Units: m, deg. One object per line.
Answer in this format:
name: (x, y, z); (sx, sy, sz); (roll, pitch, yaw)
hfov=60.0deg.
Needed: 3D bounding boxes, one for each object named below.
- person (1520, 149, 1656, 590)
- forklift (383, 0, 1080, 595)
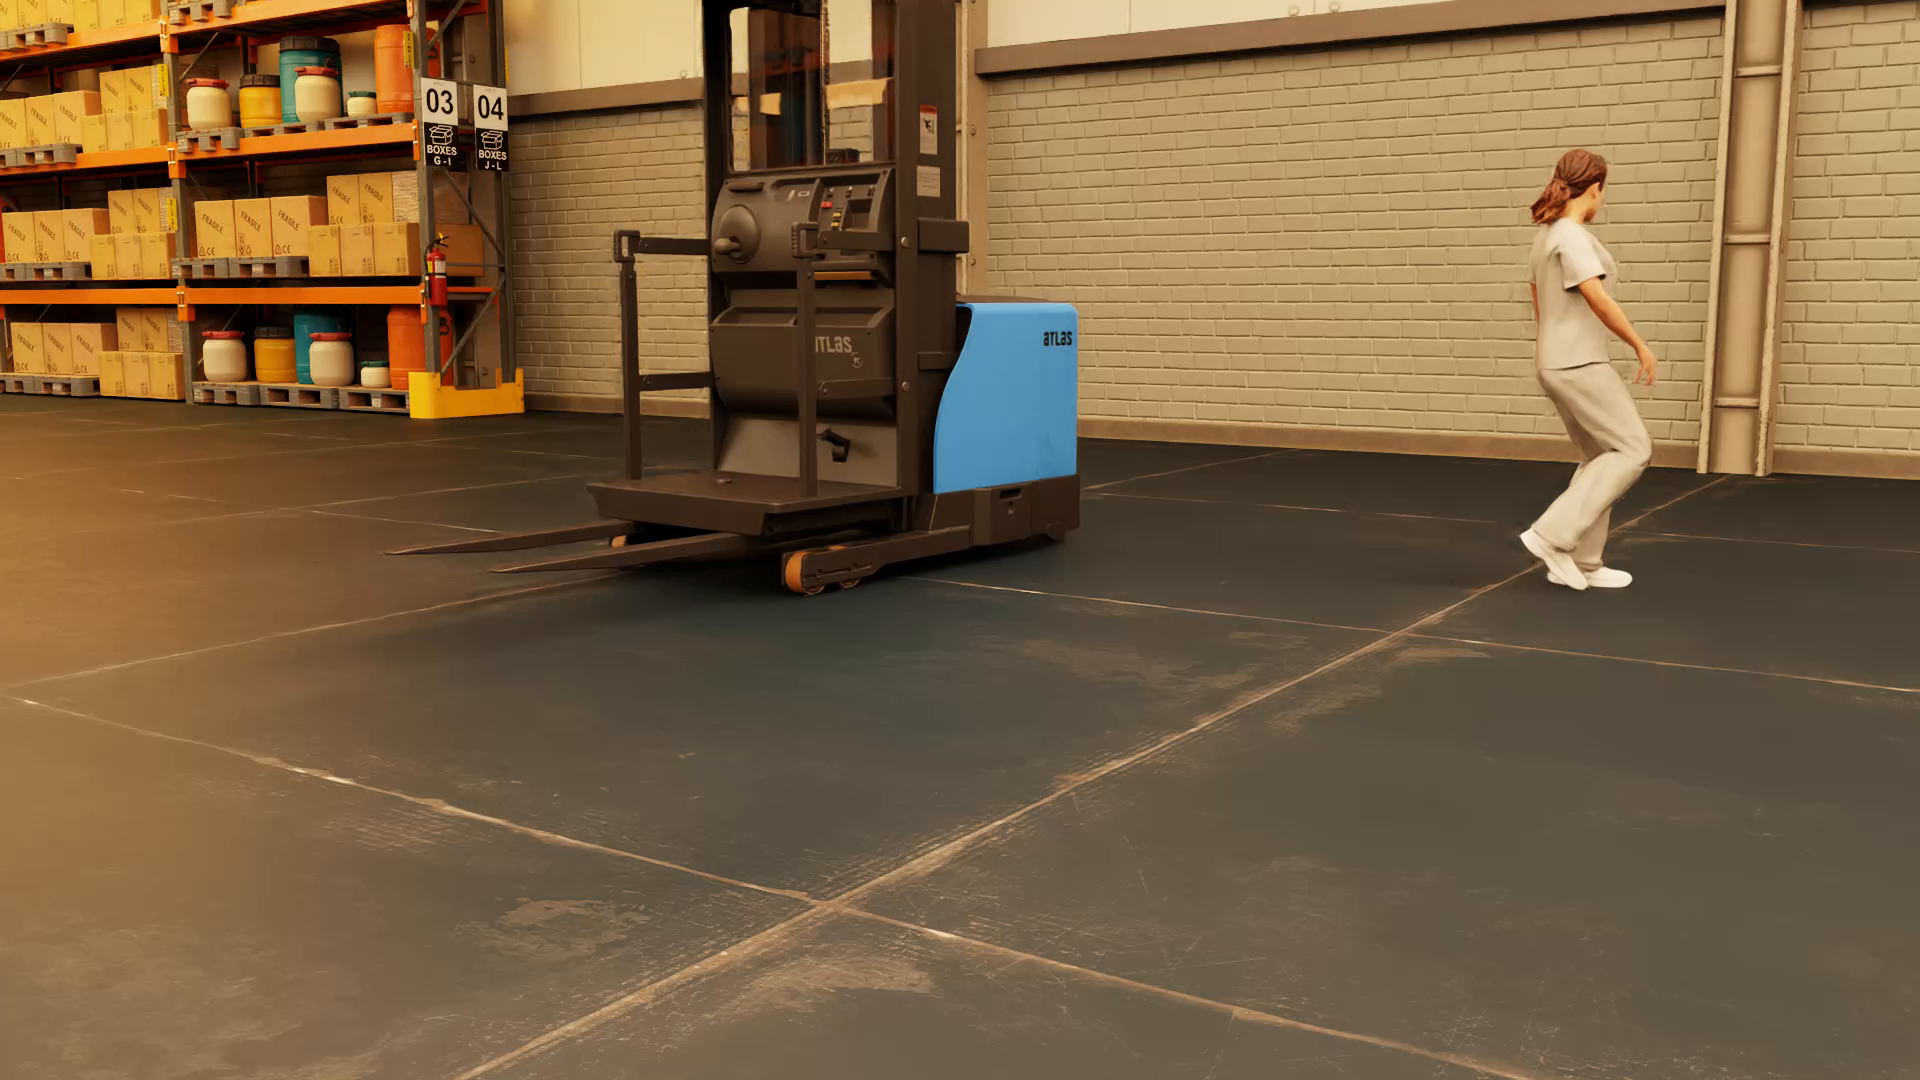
person: (2.360, -0.641, 6.300); (0.462, 1.644, 0.667); (2, 8, 13)
forklift: (-0.778, -1.325, 6.508); (1.130, 2.935, 3.031); (7, 10, 39)
